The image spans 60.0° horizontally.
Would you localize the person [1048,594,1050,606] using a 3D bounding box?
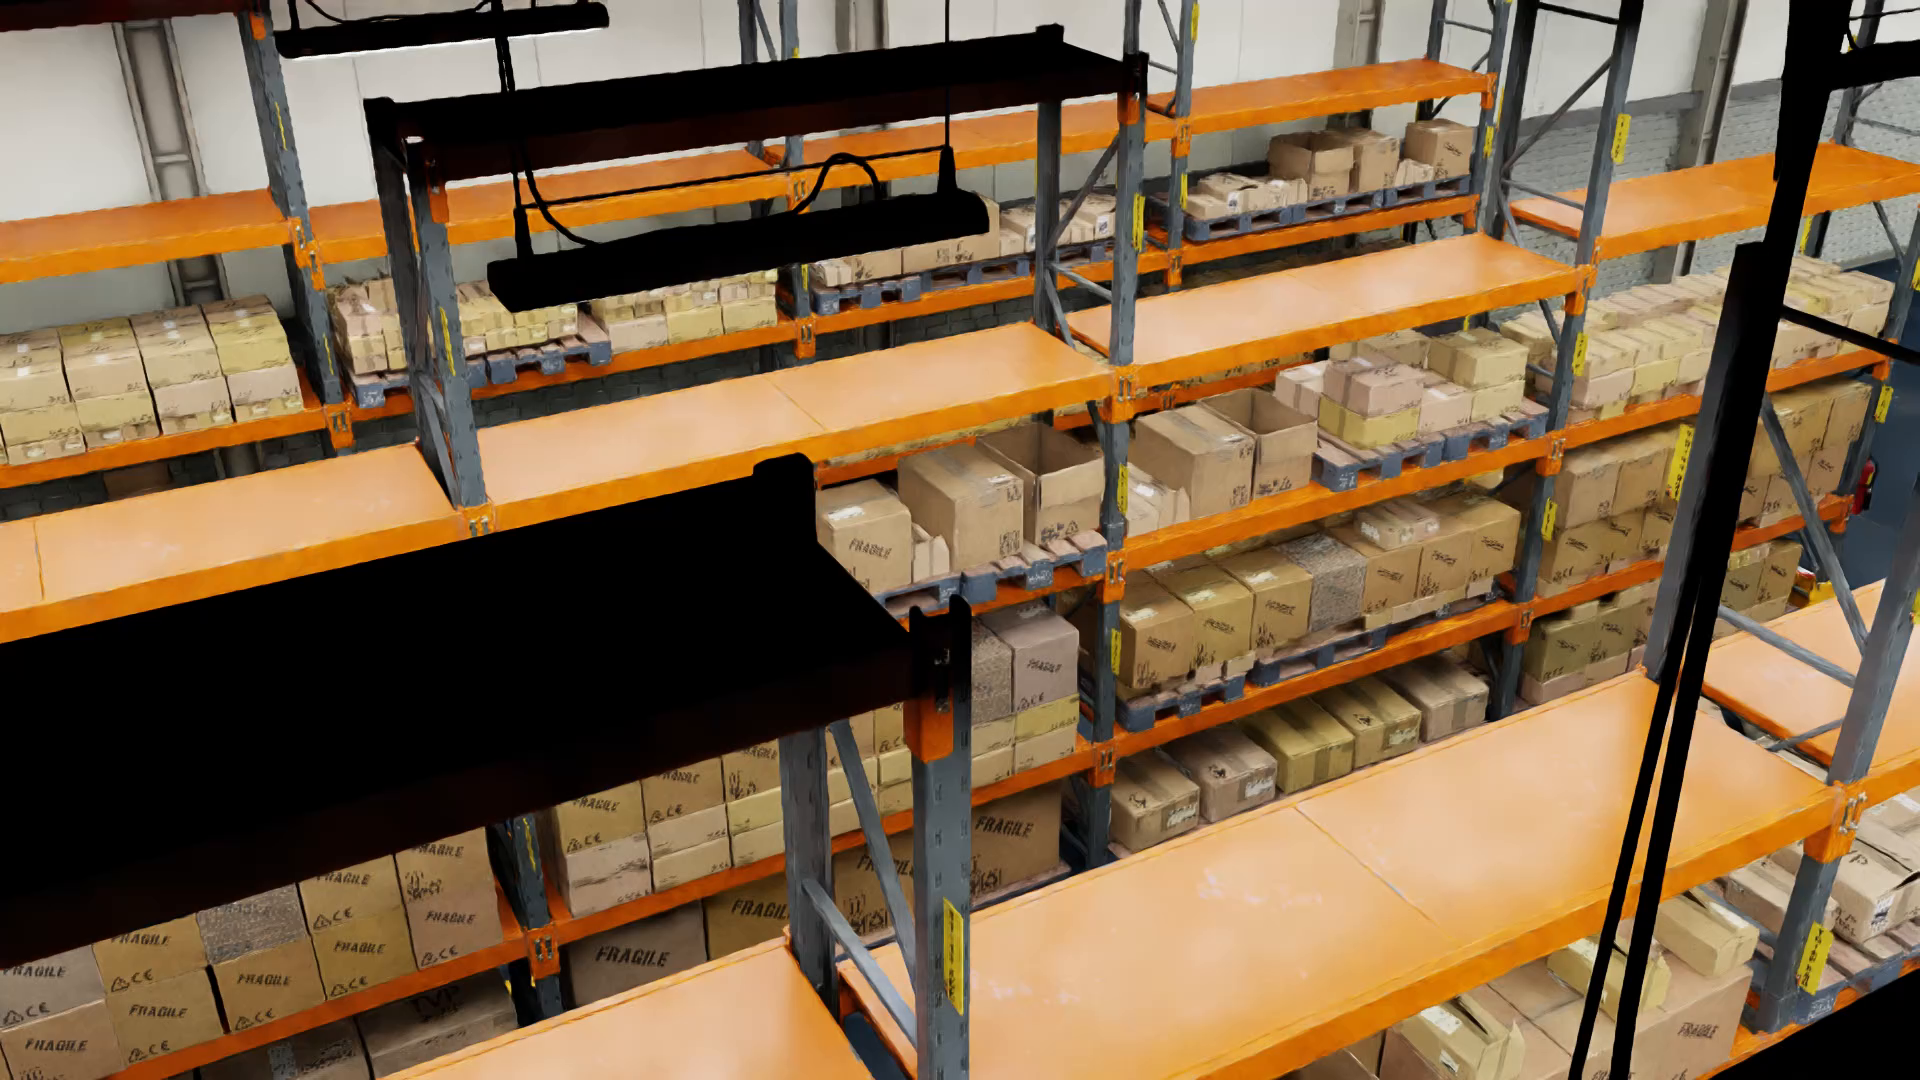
[{"bbox_3d":[0.880,0.003,15.210,0.571,1.643,0.562,-1,28,-2],"label":"person"}]
